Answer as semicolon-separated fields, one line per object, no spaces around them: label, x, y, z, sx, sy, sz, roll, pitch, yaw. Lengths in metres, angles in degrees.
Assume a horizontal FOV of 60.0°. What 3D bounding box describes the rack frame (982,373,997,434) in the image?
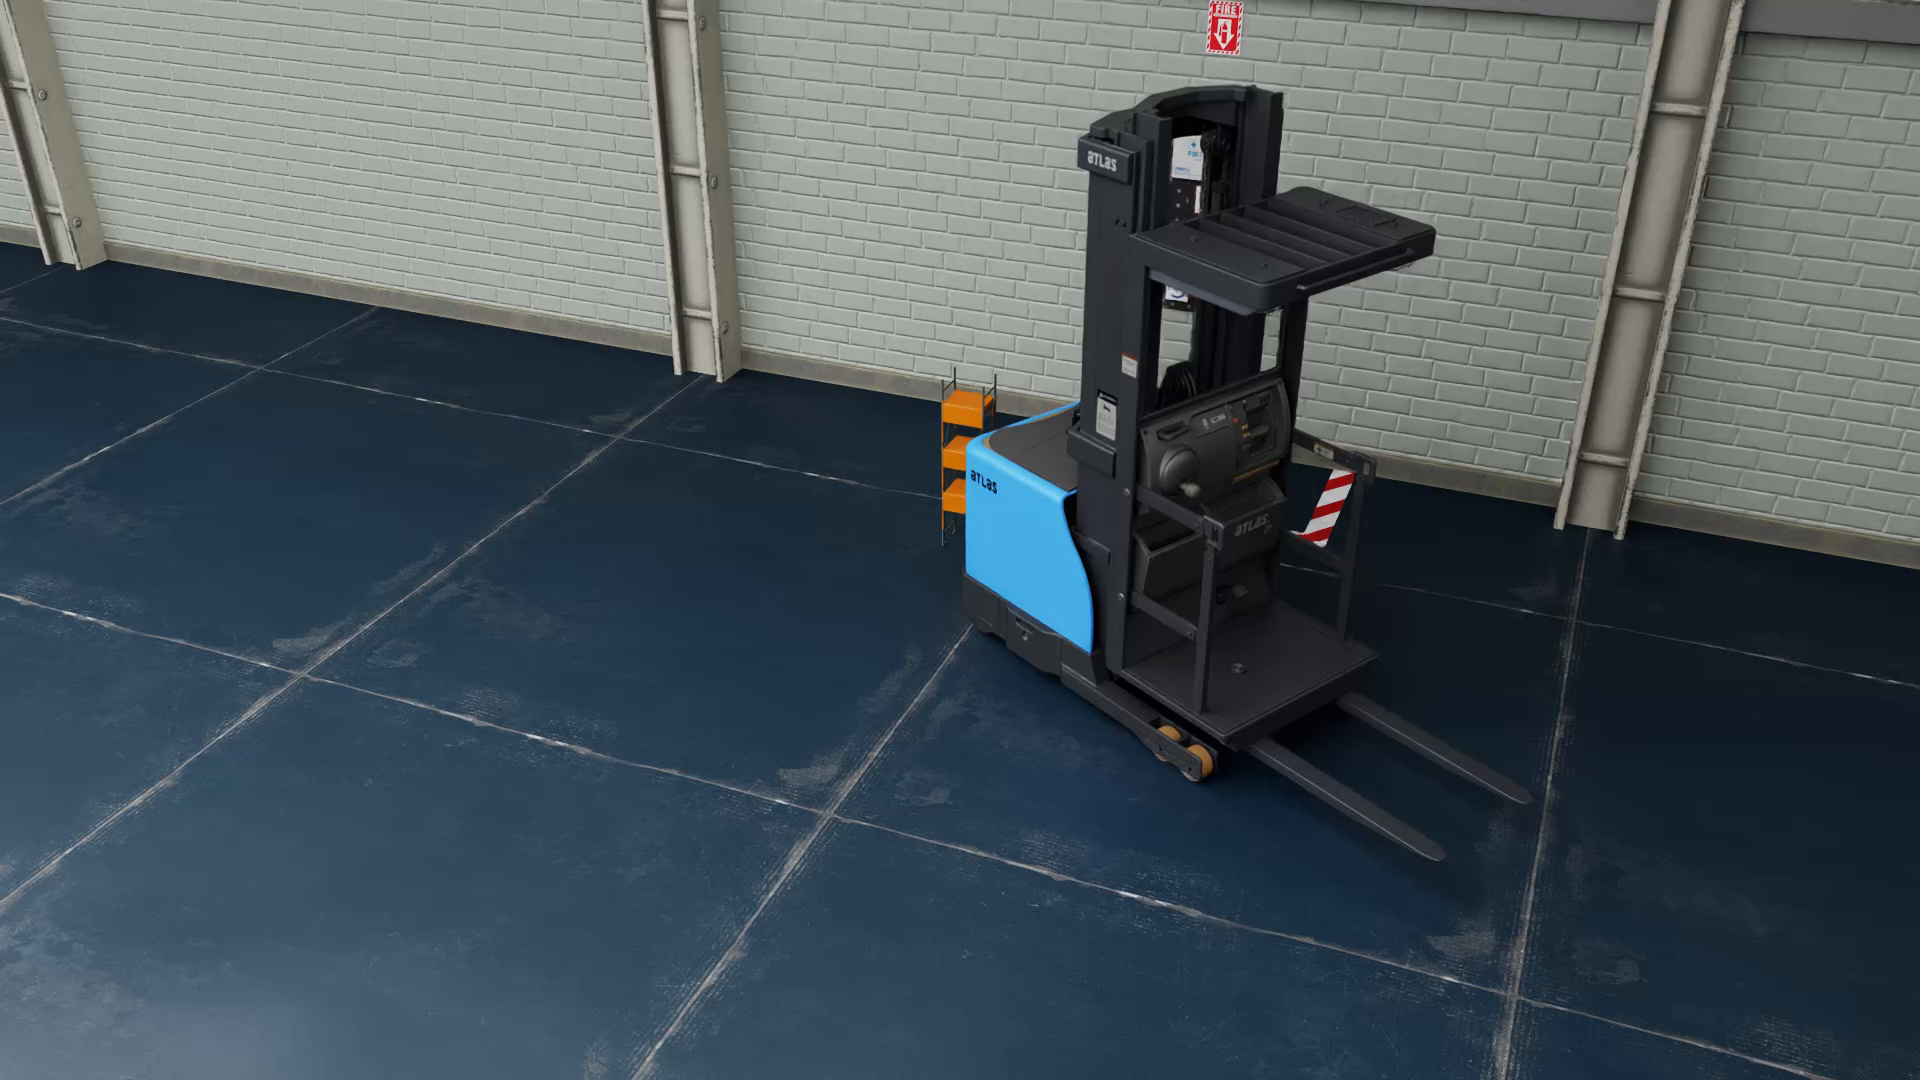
rack frame;0.163;-0.425;9.434;0.008;1.050;0.200;11;31;19

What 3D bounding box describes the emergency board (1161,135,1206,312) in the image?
emergency board;1.490;-1.886;10.039;0.643;1.169;0.194;11;31;19

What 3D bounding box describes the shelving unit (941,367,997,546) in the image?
shelving unit;0.050;-0.447;9.474;0.252;1.050;0.215;11;31;19

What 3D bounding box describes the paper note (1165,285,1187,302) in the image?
paper note;1.351;-1.567;10.369;0.142;0.148;0.016;11;31;19

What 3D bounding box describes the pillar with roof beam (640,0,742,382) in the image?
pillar with roof beam;-3.413;-3.170;6.214;0.400;9.000;9.100;11;31;19

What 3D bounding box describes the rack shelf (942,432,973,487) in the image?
rack shelf;0.050;-0.438;9.479;0.240;0.259;0.215;11;31;19

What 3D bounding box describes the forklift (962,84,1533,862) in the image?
forklift;1.318;-0.430;7.531;1.130;2.935;3.031;-21;36;-33

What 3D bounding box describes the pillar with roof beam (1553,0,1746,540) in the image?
pillar with roof beam;2.147;-2.060;4.250;0.400;9.000;9.100;11;31;19

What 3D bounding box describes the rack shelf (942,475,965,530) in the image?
rack shelf;0.050;-0.196;9.616;0.240;0.259;0.215;11;31;19

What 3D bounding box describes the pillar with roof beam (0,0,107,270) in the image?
pillar with roof beam;-8.973;-4.281;8.178;0.400;9.000;9.100;11;31;19

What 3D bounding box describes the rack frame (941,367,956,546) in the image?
rack frame;-0.063;-0.470;9.514;0.008;1.050;0.200;11;31;19

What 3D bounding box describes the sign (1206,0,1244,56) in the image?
sign;1.520;-2.942;9.551;0.199;0.298;0.001;11;31;19

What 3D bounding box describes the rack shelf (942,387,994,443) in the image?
rack shelf;0.050;-0.685;9.340;0.240;0.259;0.215;11;31;19
